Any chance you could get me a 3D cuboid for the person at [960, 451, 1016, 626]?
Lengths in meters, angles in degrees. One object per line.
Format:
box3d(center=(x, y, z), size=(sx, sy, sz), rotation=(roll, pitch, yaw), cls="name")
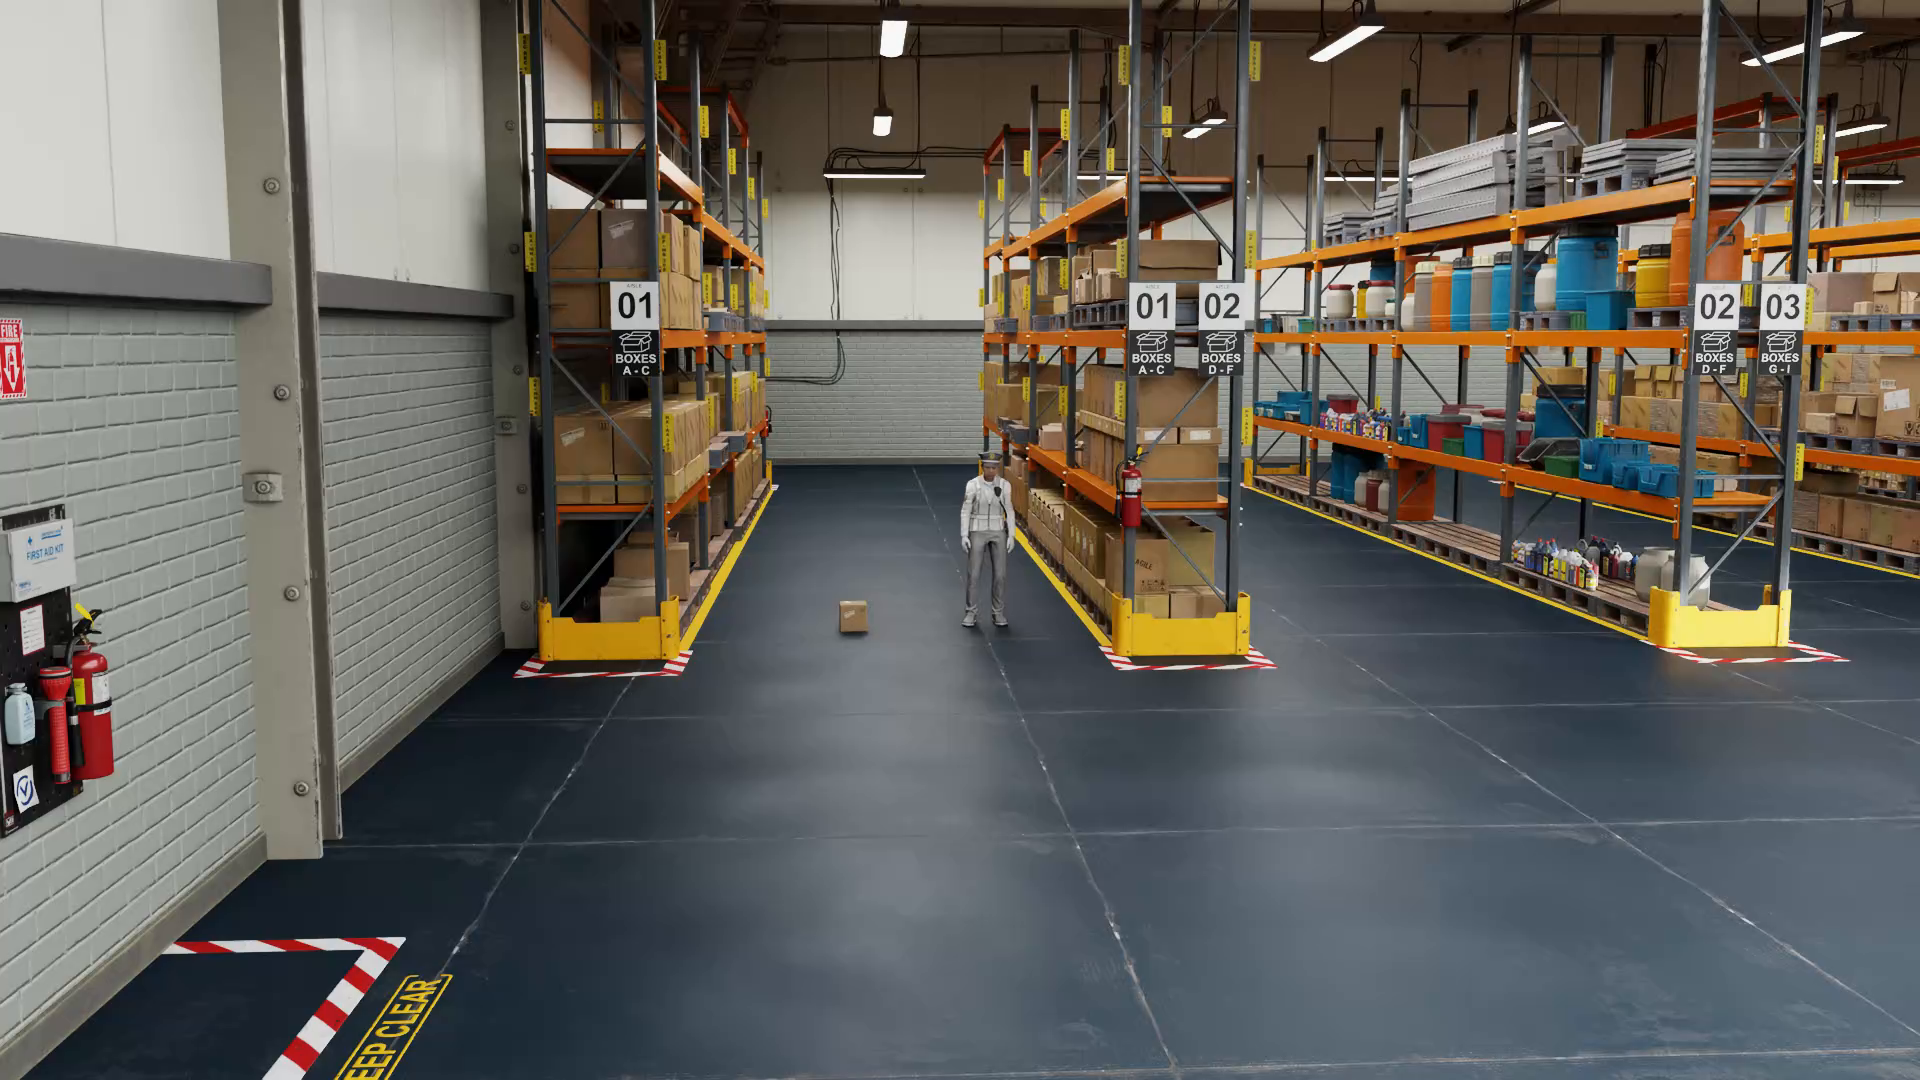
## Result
box3d(center=(0.268, -0.020, 15.898), size=(0.530, 1.663, 0.371), rotation=(0, 7, -4), cls="person")
